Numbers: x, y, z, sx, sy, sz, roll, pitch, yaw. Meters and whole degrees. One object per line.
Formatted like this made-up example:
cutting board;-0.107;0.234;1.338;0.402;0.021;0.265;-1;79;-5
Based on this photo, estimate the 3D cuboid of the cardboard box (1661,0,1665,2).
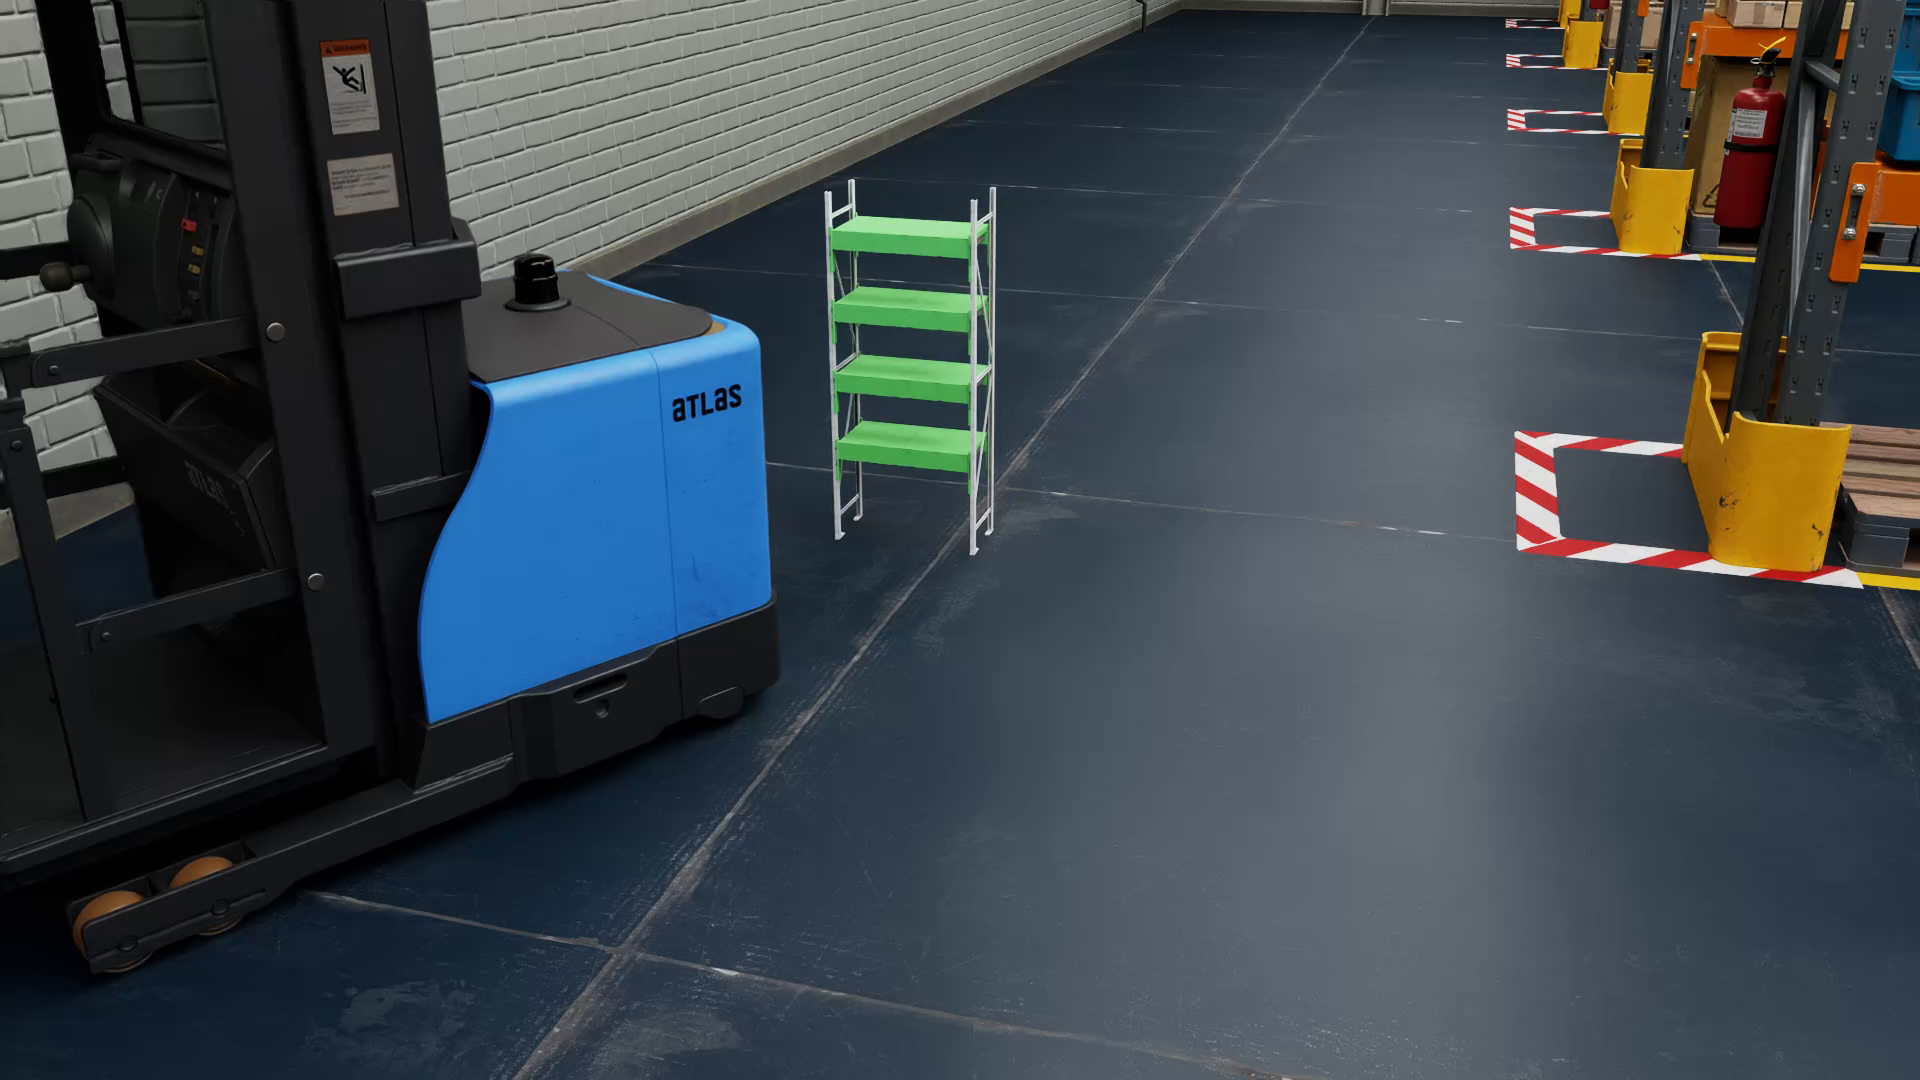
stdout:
cardboard box;9.973;-7.537;22.933;0.500;0.500;0.700;8;23;18

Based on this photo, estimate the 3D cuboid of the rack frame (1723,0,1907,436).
rack frame;2.884;-1.505;5.486;0.127;3.000;1.000;7;23;16

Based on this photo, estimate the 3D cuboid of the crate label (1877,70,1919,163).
crate label;3.026;-1.309;5.149;0.303;0.233;0.416;7;23;16

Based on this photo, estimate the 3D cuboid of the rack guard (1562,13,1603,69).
rack guard;7.155;-5.751;19.132;0.348;0.500;1.175;7;23;16

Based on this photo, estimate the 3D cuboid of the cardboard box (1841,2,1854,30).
cardboard box;5.051;-2.974;9.398;0.250;0.149;0.380;6;23;14

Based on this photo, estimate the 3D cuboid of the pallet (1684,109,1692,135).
pallet;6.685;-3.695;14.500;1.213;0.211;1.003;7;23;16

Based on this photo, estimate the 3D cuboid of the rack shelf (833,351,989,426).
rack shelf;-0.158;-0.514;5.611;0.480;0.148;0.258;7;23;16

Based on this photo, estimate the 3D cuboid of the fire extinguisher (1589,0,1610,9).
fire extinguisher;5.737;-5.082;14.801;0.183;0.674;0.296;7;23;16

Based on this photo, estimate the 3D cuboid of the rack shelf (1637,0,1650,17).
rack shelf;7.759;-4.543;13.842;4.000;0.370;1.077;7;23;16

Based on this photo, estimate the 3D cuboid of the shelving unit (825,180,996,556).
shelving unit;-0.158;-0.573;5.587;0.503;1.200;0.258;7;23;16

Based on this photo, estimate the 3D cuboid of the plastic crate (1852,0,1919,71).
plastic crate;3.259;-1.580;5.544;0.499;0.435;0.616;7;23;16

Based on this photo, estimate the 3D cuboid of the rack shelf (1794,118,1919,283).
rack shelf;4.799;-0.953;5.088;4.000;0.370;1.077;7;23;16

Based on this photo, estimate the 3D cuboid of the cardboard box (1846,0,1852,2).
cardboard box;5.196;-3.167;9.345;0.500;0.250;0.500;6;23;15

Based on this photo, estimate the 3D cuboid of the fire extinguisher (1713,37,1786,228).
fire extinguisher;2.871;-1.478;6.015;0.183;0.674;0.296;7;23;16

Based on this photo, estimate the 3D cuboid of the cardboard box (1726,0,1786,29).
cardboard box;4.560;-3.029;9.534;0.250;0.149;0.380;7;23;16

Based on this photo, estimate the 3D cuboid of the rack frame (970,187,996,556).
rack frame;0.075;-0.547;5.521;0.015;1.200;0.240;7;23;16

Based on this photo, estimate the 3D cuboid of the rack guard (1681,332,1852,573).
rack guard;2.858;-0.346;5.956;0.348;0.500;1.175;7;23;16

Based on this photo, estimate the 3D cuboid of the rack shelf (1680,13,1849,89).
rack shelf;6.230;-2.752;9.475;4.000;0.370;1.077;7;23;16

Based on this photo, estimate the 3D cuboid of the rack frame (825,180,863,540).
rack frame;-0.392;-0.600;5.652;0.015;1.200;0.240;7;23;16

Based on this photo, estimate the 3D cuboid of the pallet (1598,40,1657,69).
pallet;7.966;-5.556;19.036;1.213;0.211;1.003;7;23;16

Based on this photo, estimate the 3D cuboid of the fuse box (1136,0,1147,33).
fuse box;2.519;-7.666;22.204;0.414;1.711;0.539;7;23;16

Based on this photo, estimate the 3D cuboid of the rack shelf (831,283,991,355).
rack shelf;-0.158;-0.736;5.520;0.480;0.148;0.258;7;23;16

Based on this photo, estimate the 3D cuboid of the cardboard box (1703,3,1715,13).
cardboard box;8.717;-5.781;18.733;0.875;0.438;0.875;7;23;17

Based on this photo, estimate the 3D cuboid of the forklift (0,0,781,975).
forklift;-1.923;-0.661;3.520;3.031;2.935;1.130;-20;29;-39

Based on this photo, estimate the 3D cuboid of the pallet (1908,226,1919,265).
pallet;6.267;-1.821;9.930;1.213;0.211;1.003;7;23;16

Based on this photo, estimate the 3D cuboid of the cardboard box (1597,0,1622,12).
cardboard box;9.166;-7.647;23.195;0.637;0.503;0.797;6;23;13

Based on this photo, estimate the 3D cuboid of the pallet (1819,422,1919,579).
pallet;3.663;-0.110;5.761;1.213;0.211;1.003;7;23;16

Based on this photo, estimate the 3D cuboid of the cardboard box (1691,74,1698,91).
cardboard box;6.272;-3.958;14.277;0.250;0.149;0.380;8;23;18

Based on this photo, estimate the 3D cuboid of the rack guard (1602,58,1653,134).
rack guard;5.917;-3.931;14.694;0.348;0.500;1.175;7;23;16

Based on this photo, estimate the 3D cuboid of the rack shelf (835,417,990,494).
rack shelf;-0.158;-0.292;5.702;0.480;0.148;0.258;7;23;16

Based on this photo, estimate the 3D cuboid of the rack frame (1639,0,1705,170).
rack frame;4.315;-3.304;9.873;0.127;3.000;1.000;7;23;16

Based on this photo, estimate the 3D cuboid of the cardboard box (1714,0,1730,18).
cardboard box;4.751;-3.269;10.118;0.250;0.149;0.380;7;23;17

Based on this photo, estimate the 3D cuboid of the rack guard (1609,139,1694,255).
rack guard;4.292;-2.151;10.354;0.348;0.500;1.175;7;23;16

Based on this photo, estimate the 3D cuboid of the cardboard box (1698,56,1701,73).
cardboard box;6.248;-4.065;14.147;0.250;0.149;0.380;5;23;13

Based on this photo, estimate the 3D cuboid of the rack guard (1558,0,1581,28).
rack guard;8.681;-7.544;23.503;0.348;0.500;1.175;7;23;16

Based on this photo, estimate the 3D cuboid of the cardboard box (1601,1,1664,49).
cardboard box;7.839;-5.878;18.970;0.875;0.438;0.875;6;23;14

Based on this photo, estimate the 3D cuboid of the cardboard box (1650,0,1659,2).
cardboard box;9.562;-7.422;23.115;0.250;0.149;0.380;6;23;13

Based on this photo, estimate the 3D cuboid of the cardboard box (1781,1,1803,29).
cardboard box;4.806;-3.002;9.467;0.250;0.149;0.380;6;23;15

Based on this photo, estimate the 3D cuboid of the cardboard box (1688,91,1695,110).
cardboard box;6.254;-3.797;14.277;0.250;0.149;0.380;7;23;17

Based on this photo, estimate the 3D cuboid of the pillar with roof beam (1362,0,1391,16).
pillar with roof beam;5.043;-10.543;19.616;0.400;9.000;9.100;7;23;16

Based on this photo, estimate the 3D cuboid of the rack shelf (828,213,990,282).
rack shelf;-0.158;-0.958;5.429;0.480;0.148;0.258;7;23;16

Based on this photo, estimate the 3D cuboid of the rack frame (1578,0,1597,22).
rack frame;7.178;-6.905;18.651;0.127;3.000;1.000;7;23;16

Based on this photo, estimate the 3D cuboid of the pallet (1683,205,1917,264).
pallet;5.103;-1.955;10.258;1.213;0.211;1.003;7;23;16

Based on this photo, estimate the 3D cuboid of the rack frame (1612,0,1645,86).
rack frame;5.845;-5.095;14.240;0.127;3.000;1.000;7;23;16

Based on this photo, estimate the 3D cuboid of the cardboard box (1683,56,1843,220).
cardboard box;4.951;-2.475;10.097;0.875;0.875;0.875;7;23;16

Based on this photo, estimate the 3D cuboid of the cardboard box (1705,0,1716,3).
cardboard box;10.451;-7.443;22.703;0.500;0.500;0.500;7;23;17

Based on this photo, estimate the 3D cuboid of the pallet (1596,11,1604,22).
pallet;9.444;-7.323;23.345;1.213;0.211;1.003;7;23;16
